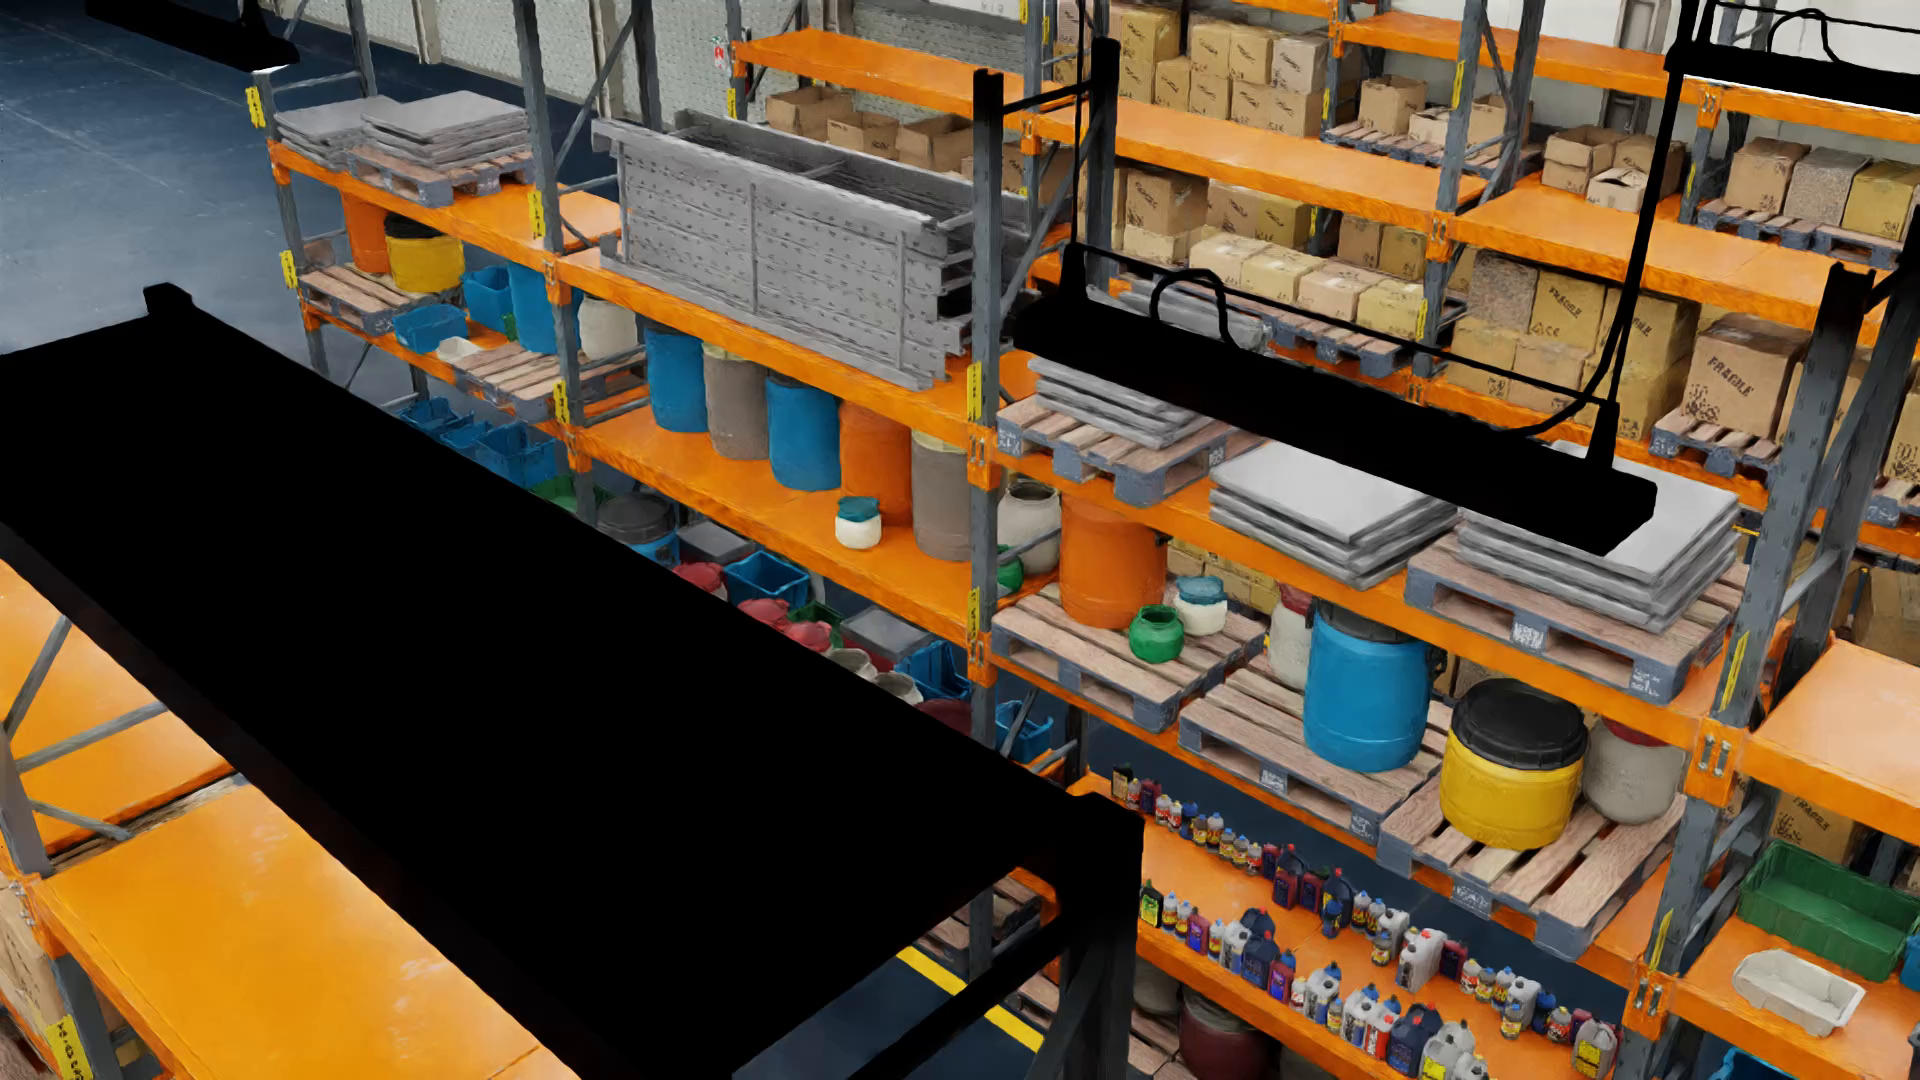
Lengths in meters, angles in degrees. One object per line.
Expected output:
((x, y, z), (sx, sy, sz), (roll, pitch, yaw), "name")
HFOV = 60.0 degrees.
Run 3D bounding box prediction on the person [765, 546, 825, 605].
((-1.428, 0.043, 14.351), (0.593, 1.758, 0.476), (6, 30, 10), "person")
